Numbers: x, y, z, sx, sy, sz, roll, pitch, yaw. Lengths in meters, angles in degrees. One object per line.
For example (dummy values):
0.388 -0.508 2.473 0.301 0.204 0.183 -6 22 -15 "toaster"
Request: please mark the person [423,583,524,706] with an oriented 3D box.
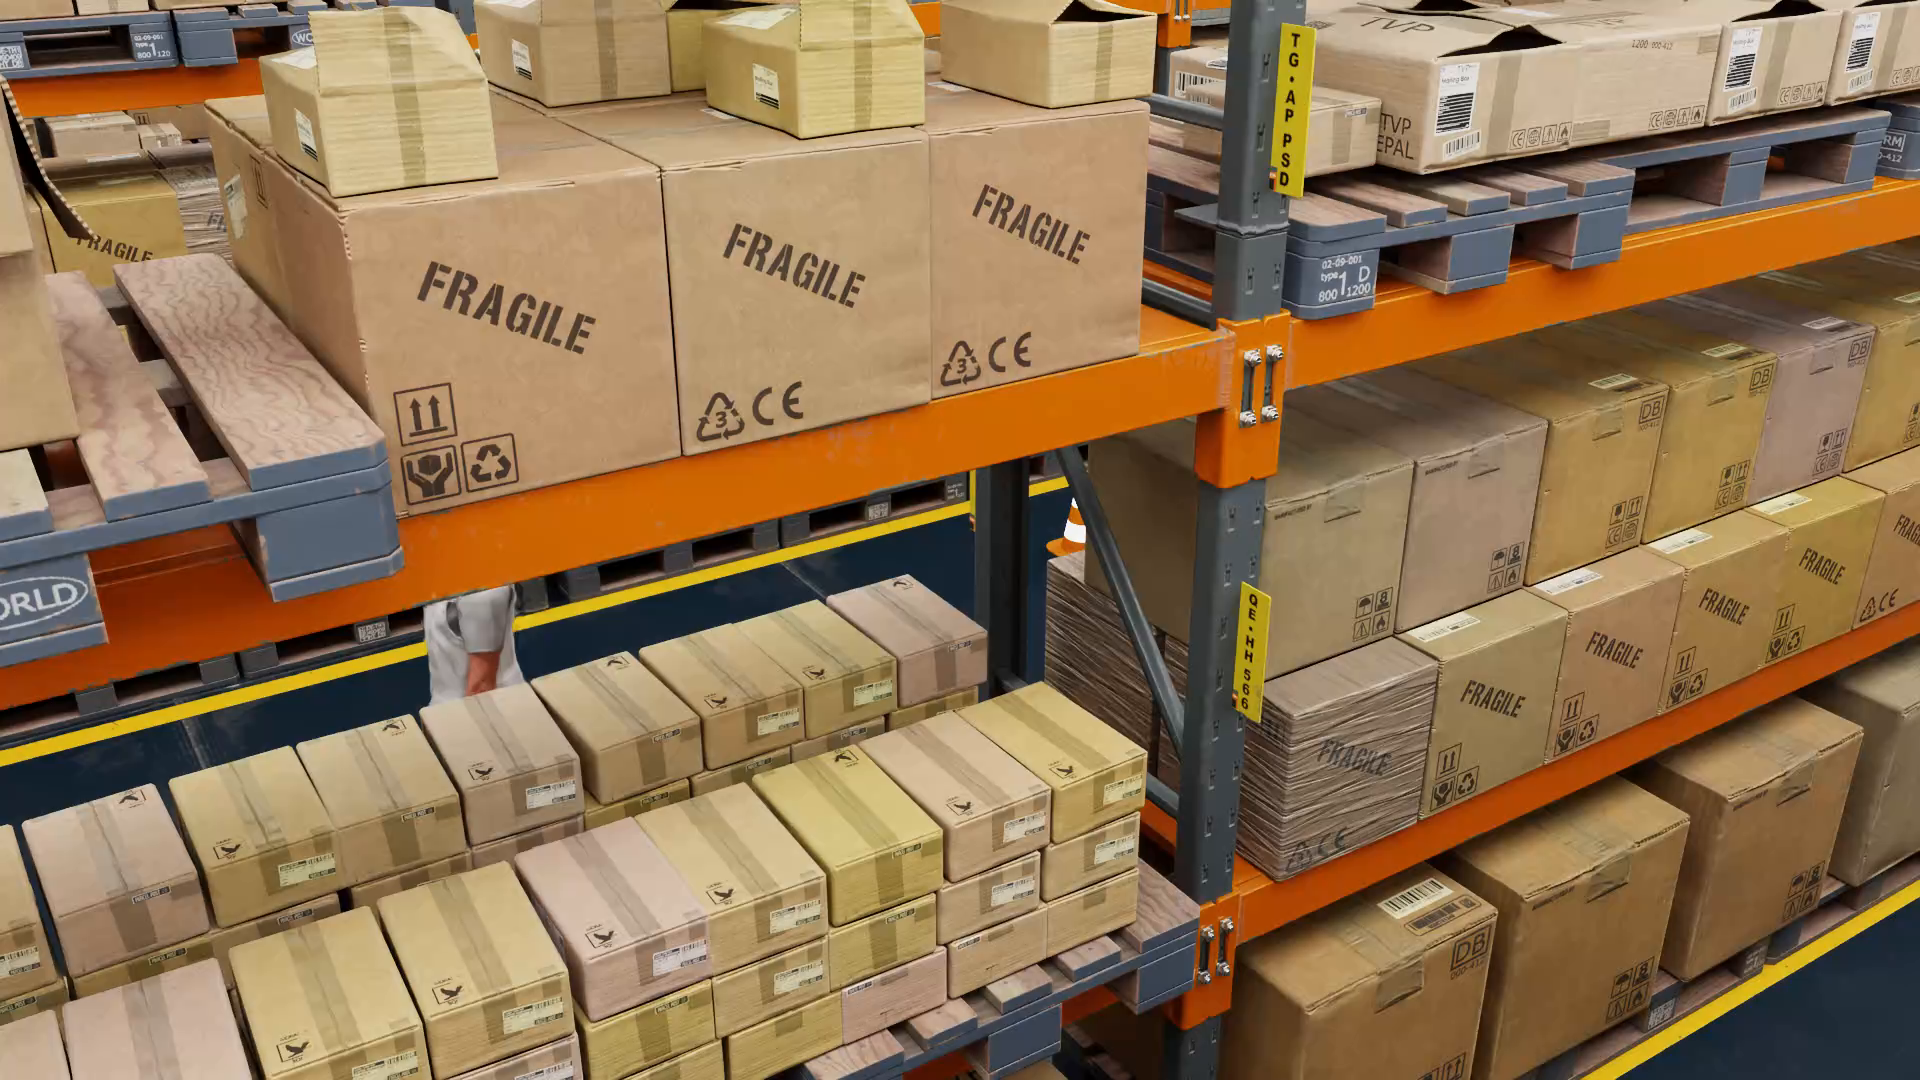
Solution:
-1.669 0.574 5.834 0.965 1.756 0.572 -10 27 -20 "person"
